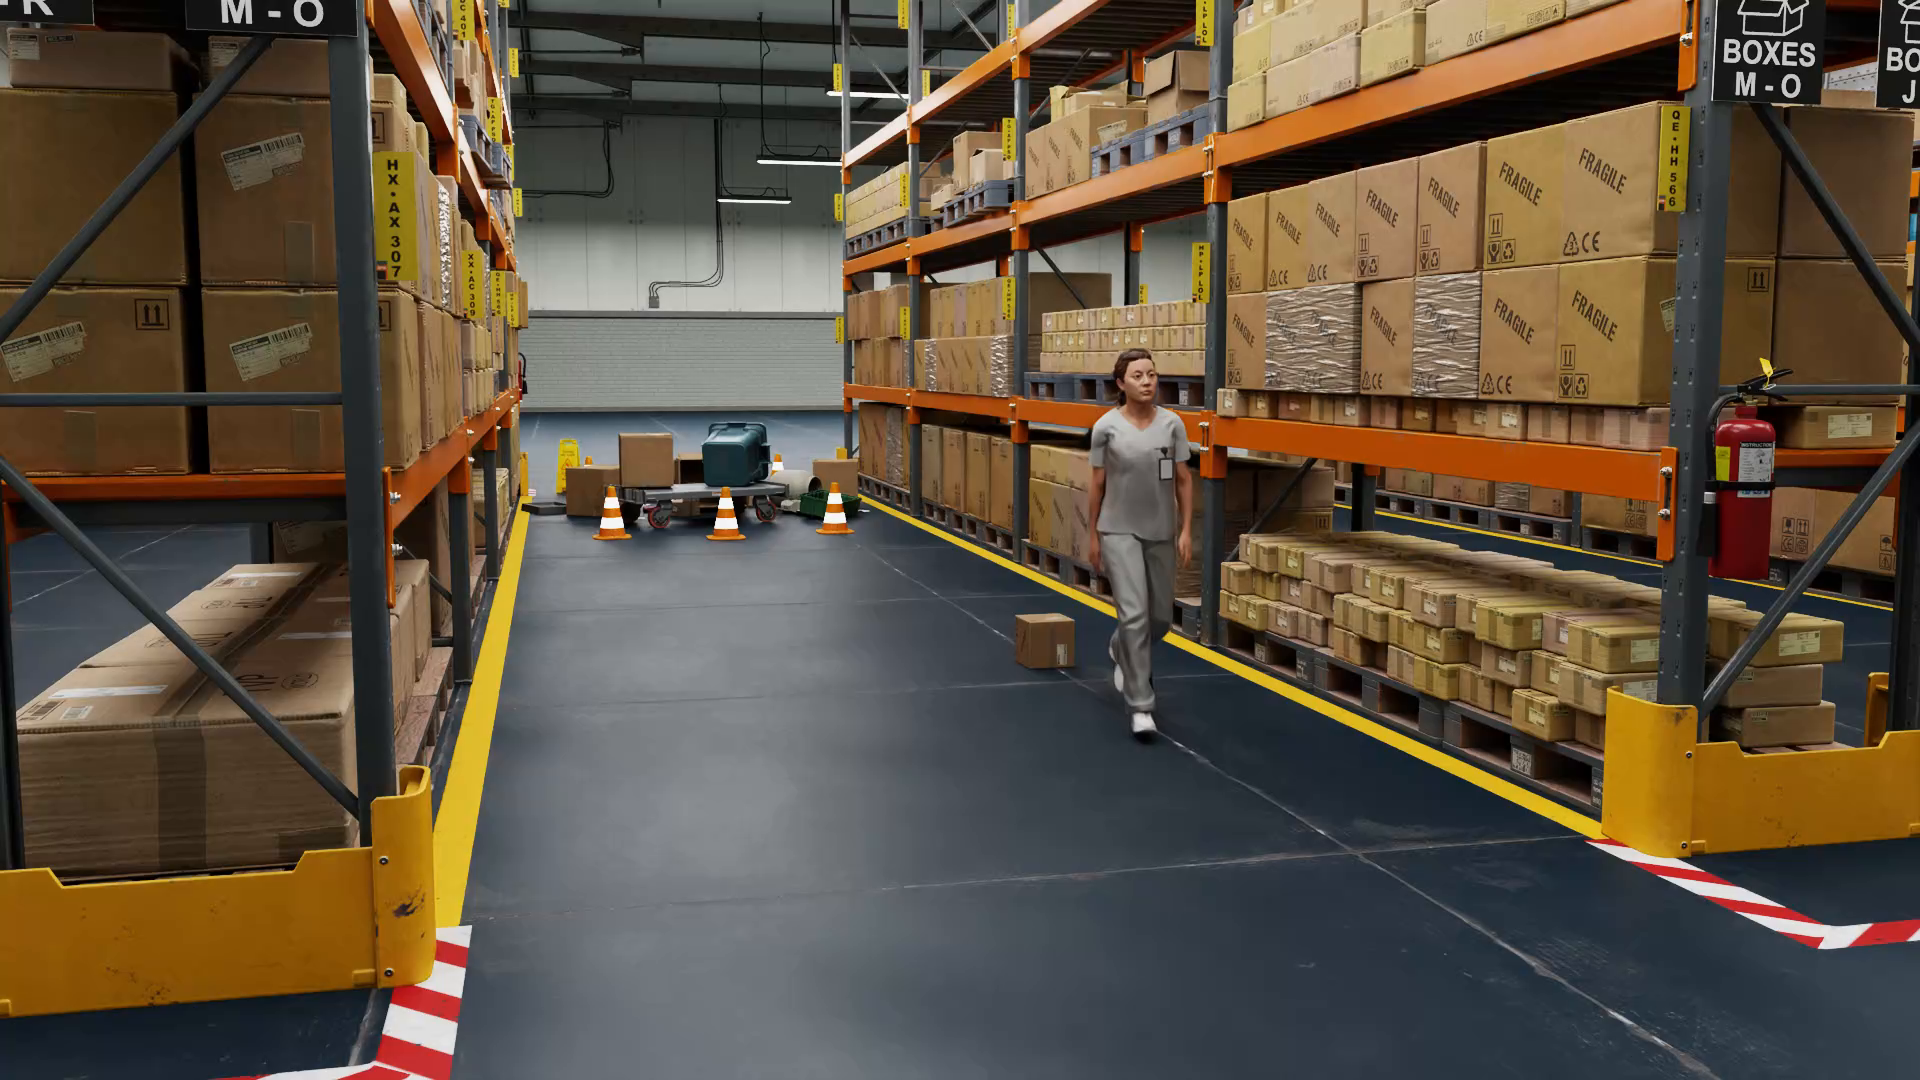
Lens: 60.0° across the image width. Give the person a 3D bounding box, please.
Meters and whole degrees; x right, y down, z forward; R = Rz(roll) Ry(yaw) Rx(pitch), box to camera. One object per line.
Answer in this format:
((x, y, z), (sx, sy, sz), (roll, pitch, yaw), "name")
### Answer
((0.779, -0.023, 7.330), (0.456, 1.637, 0.891), (-1, 6, -10), "person")
